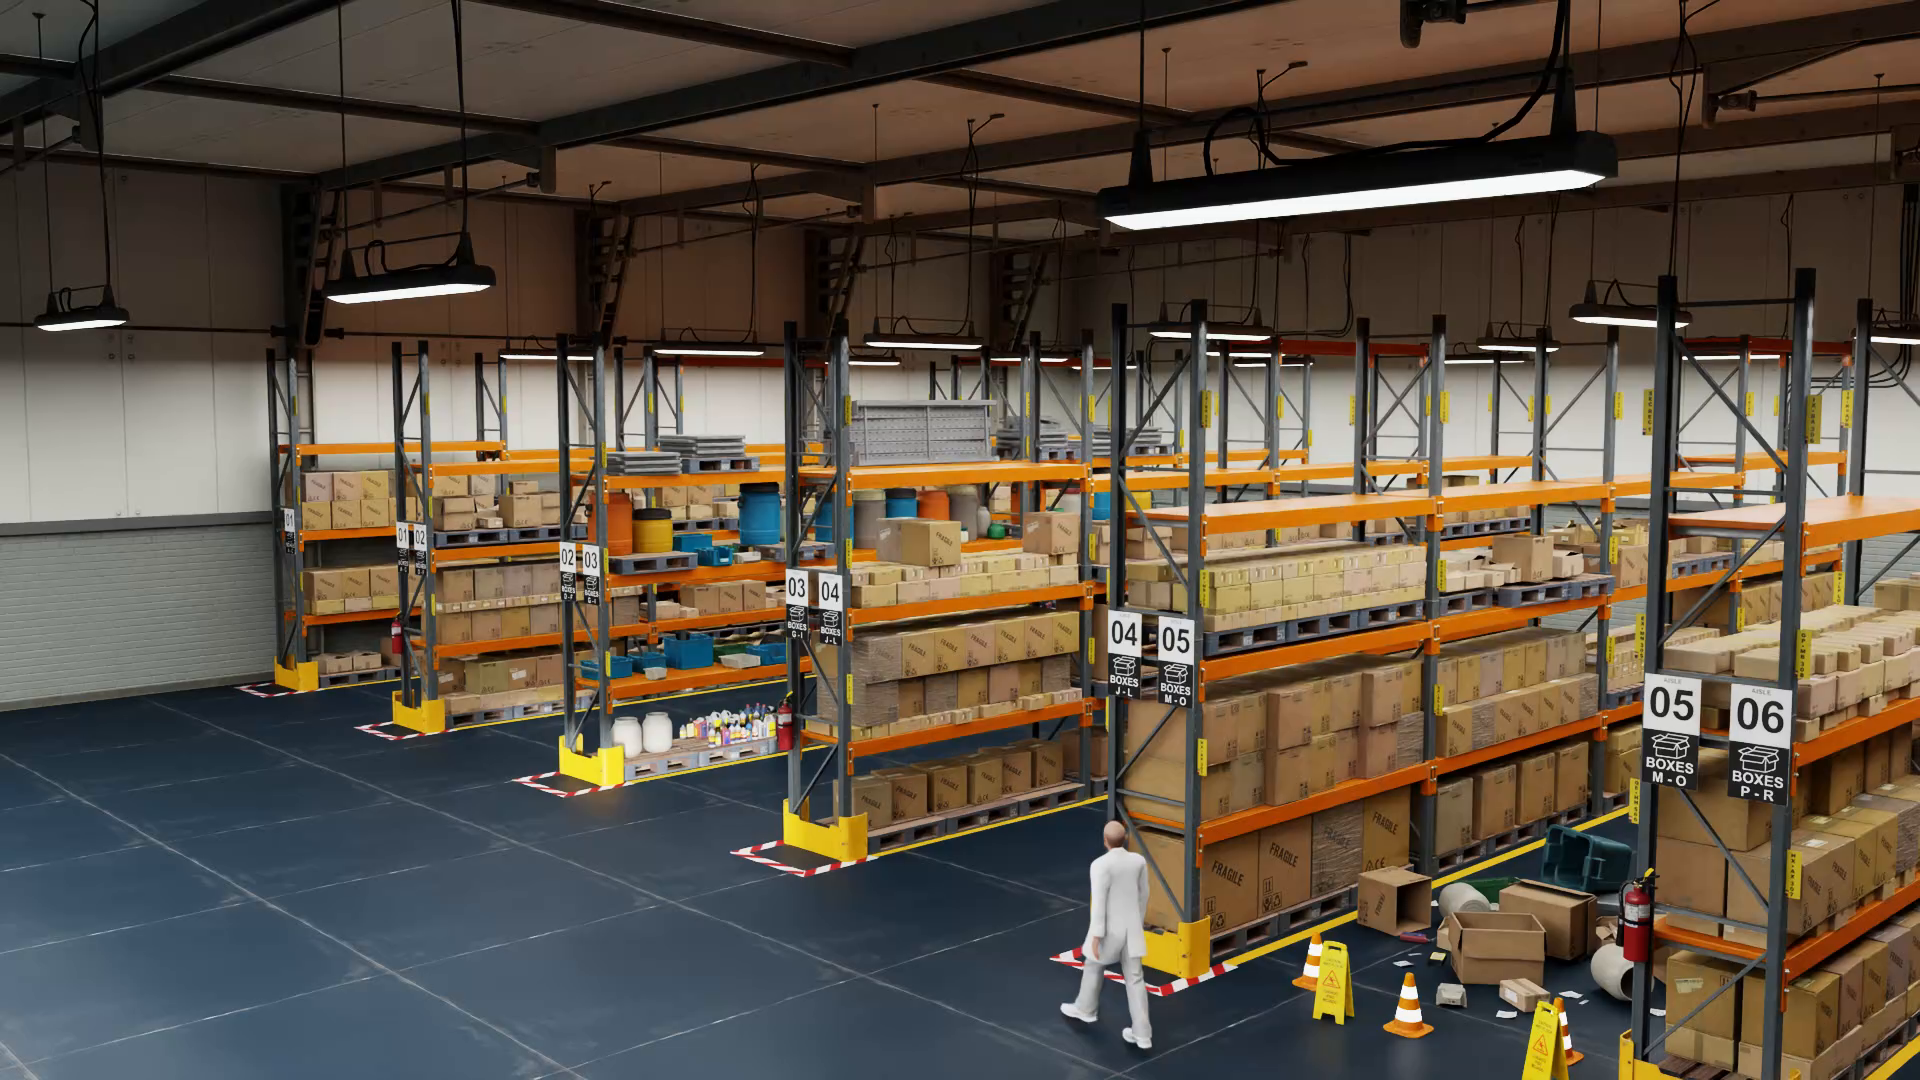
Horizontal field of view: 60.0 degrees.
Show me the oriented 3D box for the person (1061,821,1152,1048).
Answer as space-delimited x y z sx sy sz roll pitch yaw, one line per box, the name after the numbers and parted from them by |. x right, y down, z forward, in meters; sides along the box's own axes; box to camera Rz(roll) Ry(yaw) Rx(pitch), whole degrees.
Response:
1.240 3.117 13.425 0.629 1.718 1.062 -2 5 -25 | person

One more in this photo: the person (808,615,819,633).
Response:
-3.000 1.373 33.592 0.539 1.784 0.588 -2 5 -25 | person

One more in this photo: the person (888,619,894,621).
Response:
-1.378 1.504 30.632 0.700 1.604 0.625 -2 5 -25 | person
